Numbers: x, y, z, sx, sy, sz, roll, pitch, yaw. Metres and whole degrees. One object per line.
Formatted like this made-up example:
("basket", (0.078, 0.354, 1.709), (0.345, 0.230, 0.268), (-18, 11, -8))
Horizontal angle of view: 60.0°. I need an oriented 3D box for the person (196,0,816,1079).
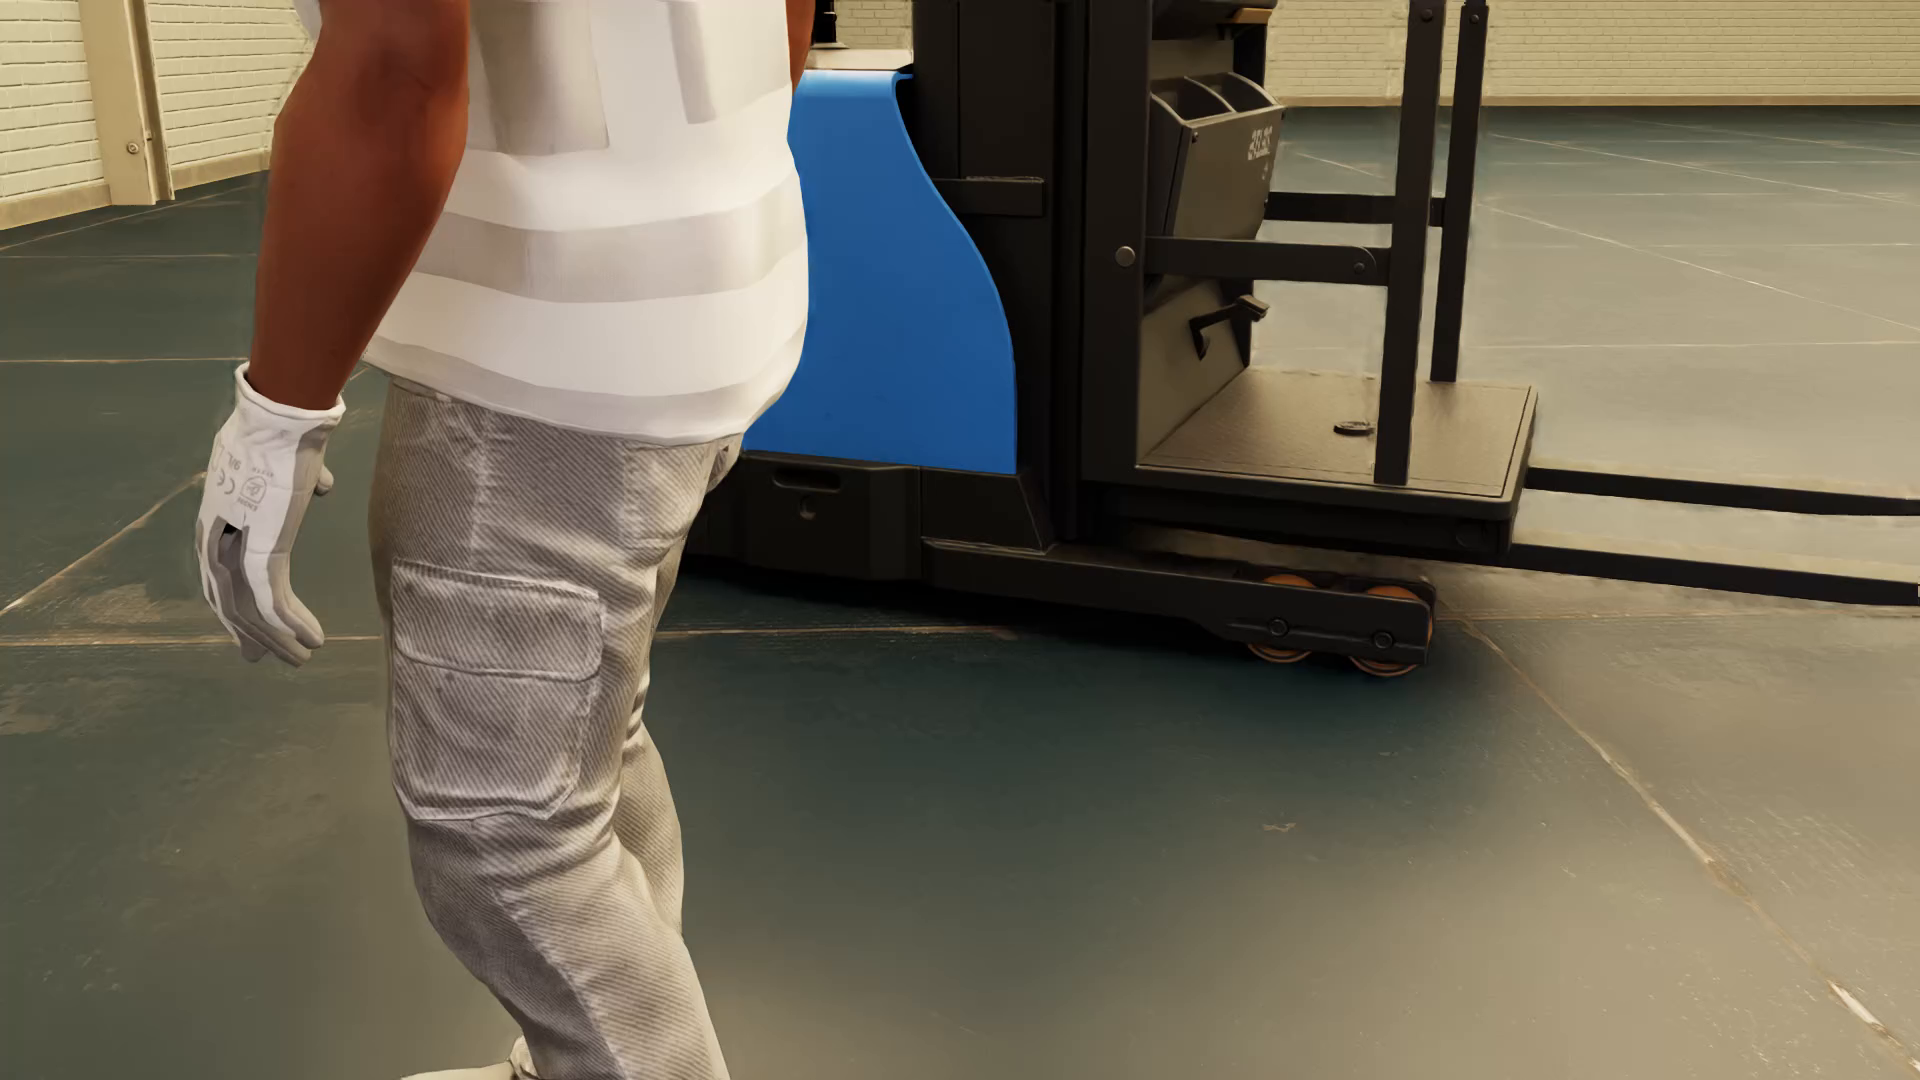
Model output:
("person", (-0.399, -0.148, 1.390), (0.490, 1.765, 0.773), (2, 17, 7))
